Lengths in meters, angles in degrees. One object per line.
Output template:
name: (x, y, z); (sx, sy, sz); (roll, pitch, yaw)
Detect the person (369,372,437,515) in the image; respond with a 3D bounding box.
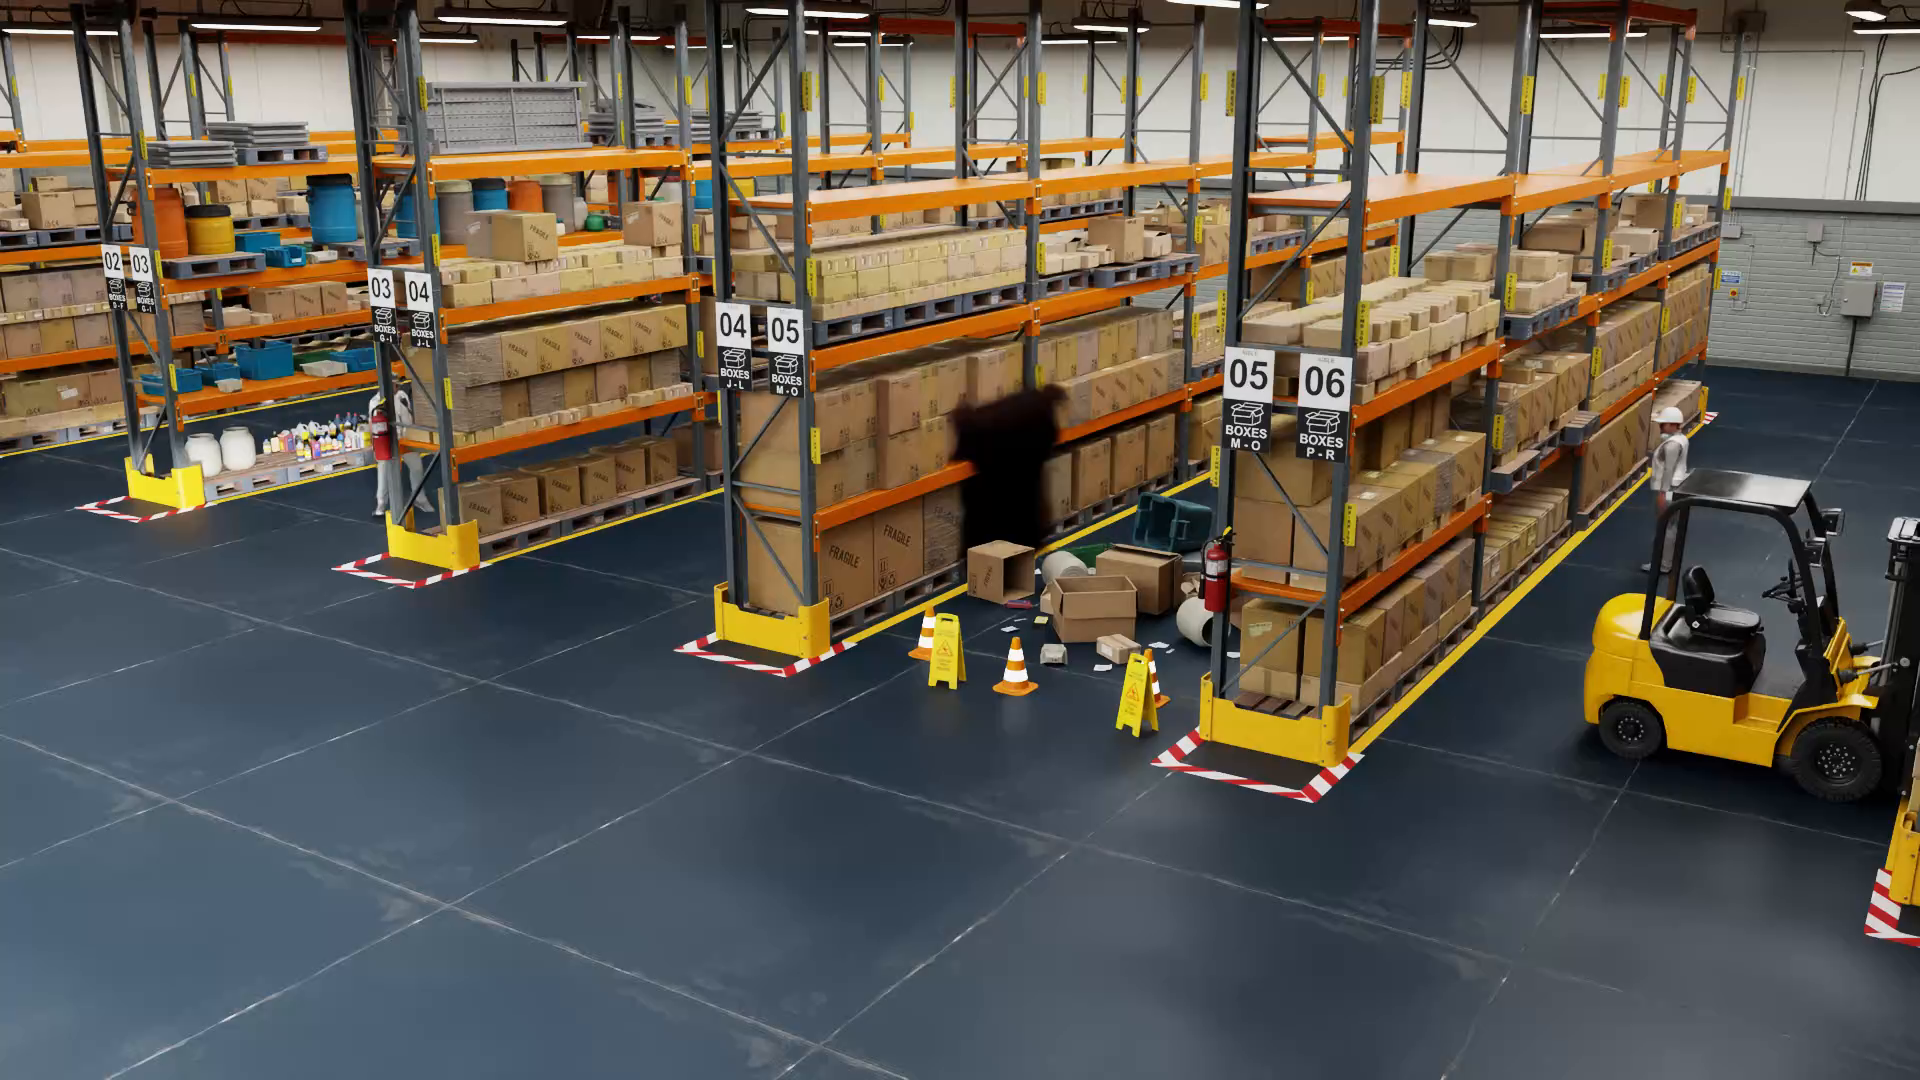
person: (-6.845, -1.164, 20.233); (0.679, 1.798, 0.506); (-13, 20, -40)

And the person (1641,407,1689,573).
person: (7.603, -0.546, 17.869); (0.564, 1.777, 0.394); (-15, 21, -42)
